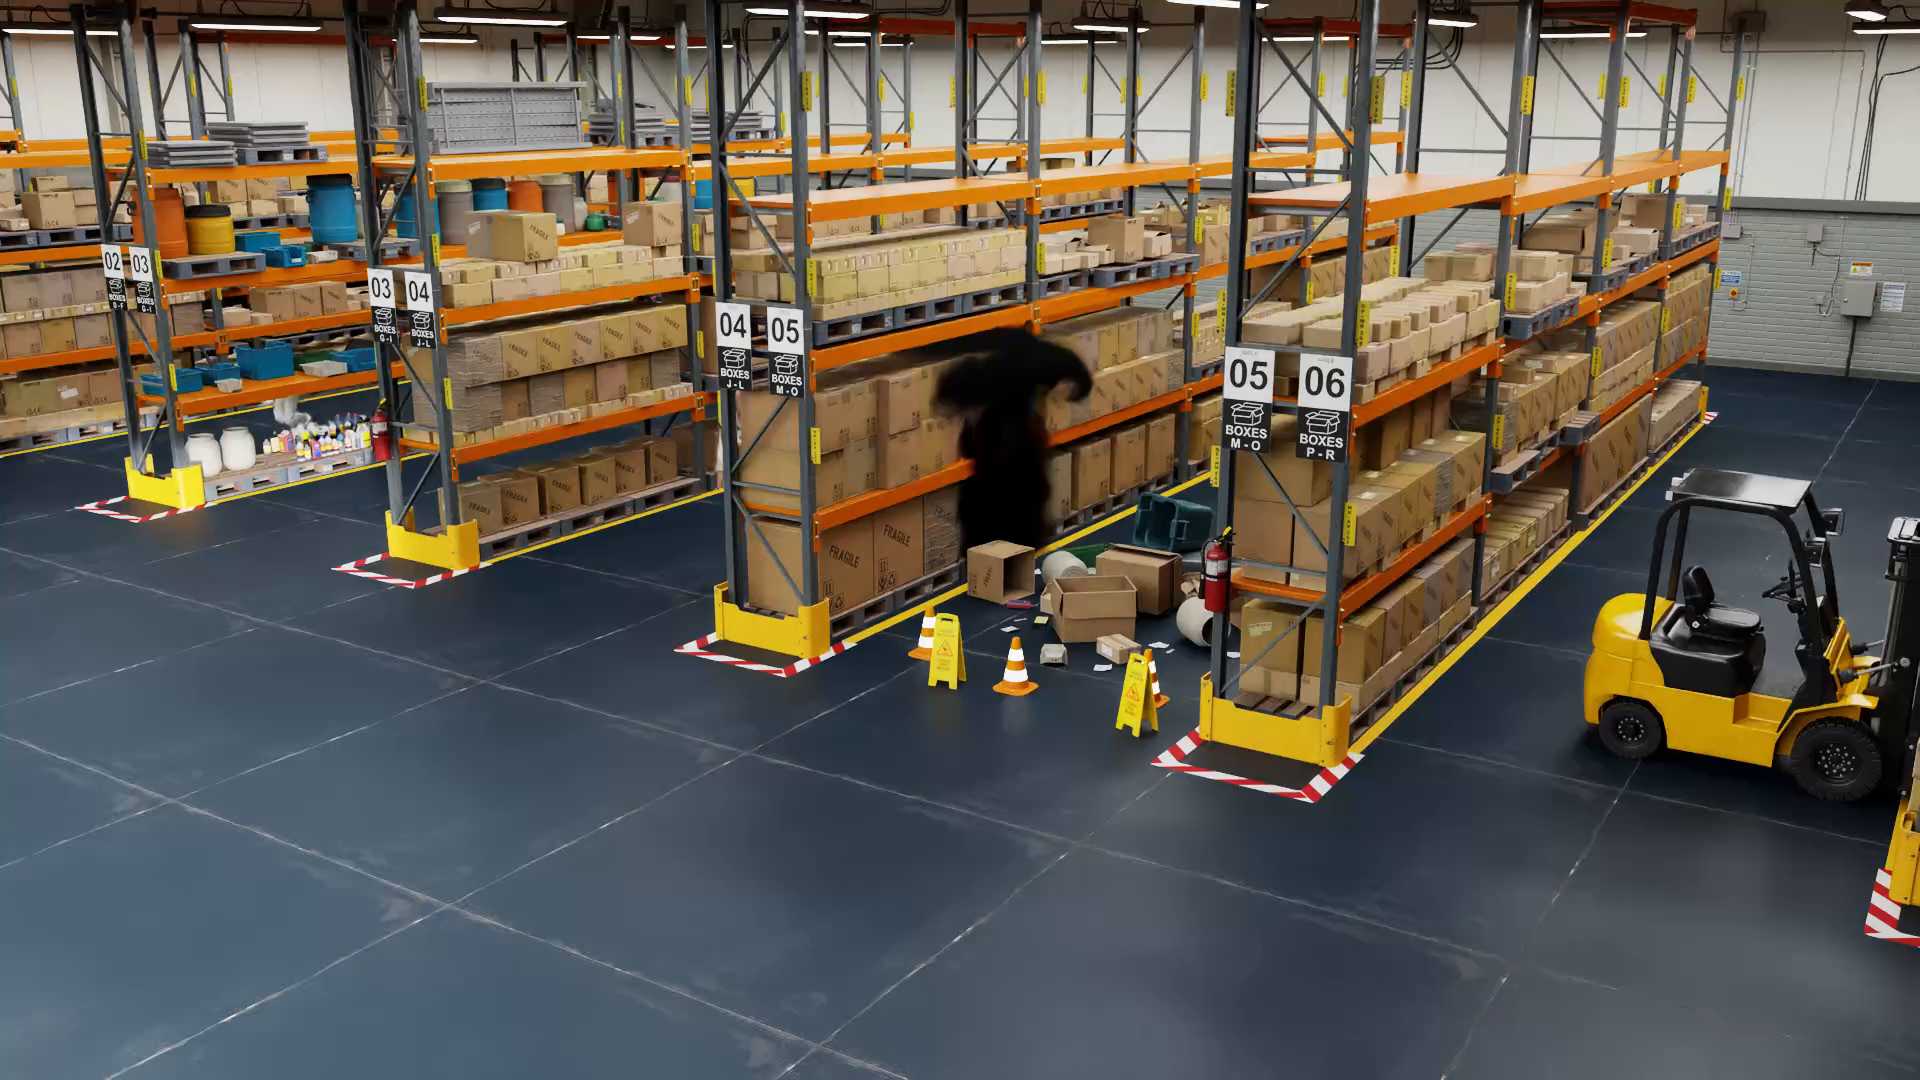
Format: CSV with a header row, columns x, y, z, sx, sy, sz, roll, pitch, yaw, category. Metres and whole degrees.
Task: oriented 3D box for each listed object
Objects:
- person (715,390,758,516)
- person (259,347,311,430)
x,y,z,sx,sy,sz,roll,pitch,yaw,category
-2.183,-0.737,17.598,0.740,1.759,0.587,2,16,8,person
-9.772,-2.092,24.010,0.584,1.495,0.790,8,17,26,person
